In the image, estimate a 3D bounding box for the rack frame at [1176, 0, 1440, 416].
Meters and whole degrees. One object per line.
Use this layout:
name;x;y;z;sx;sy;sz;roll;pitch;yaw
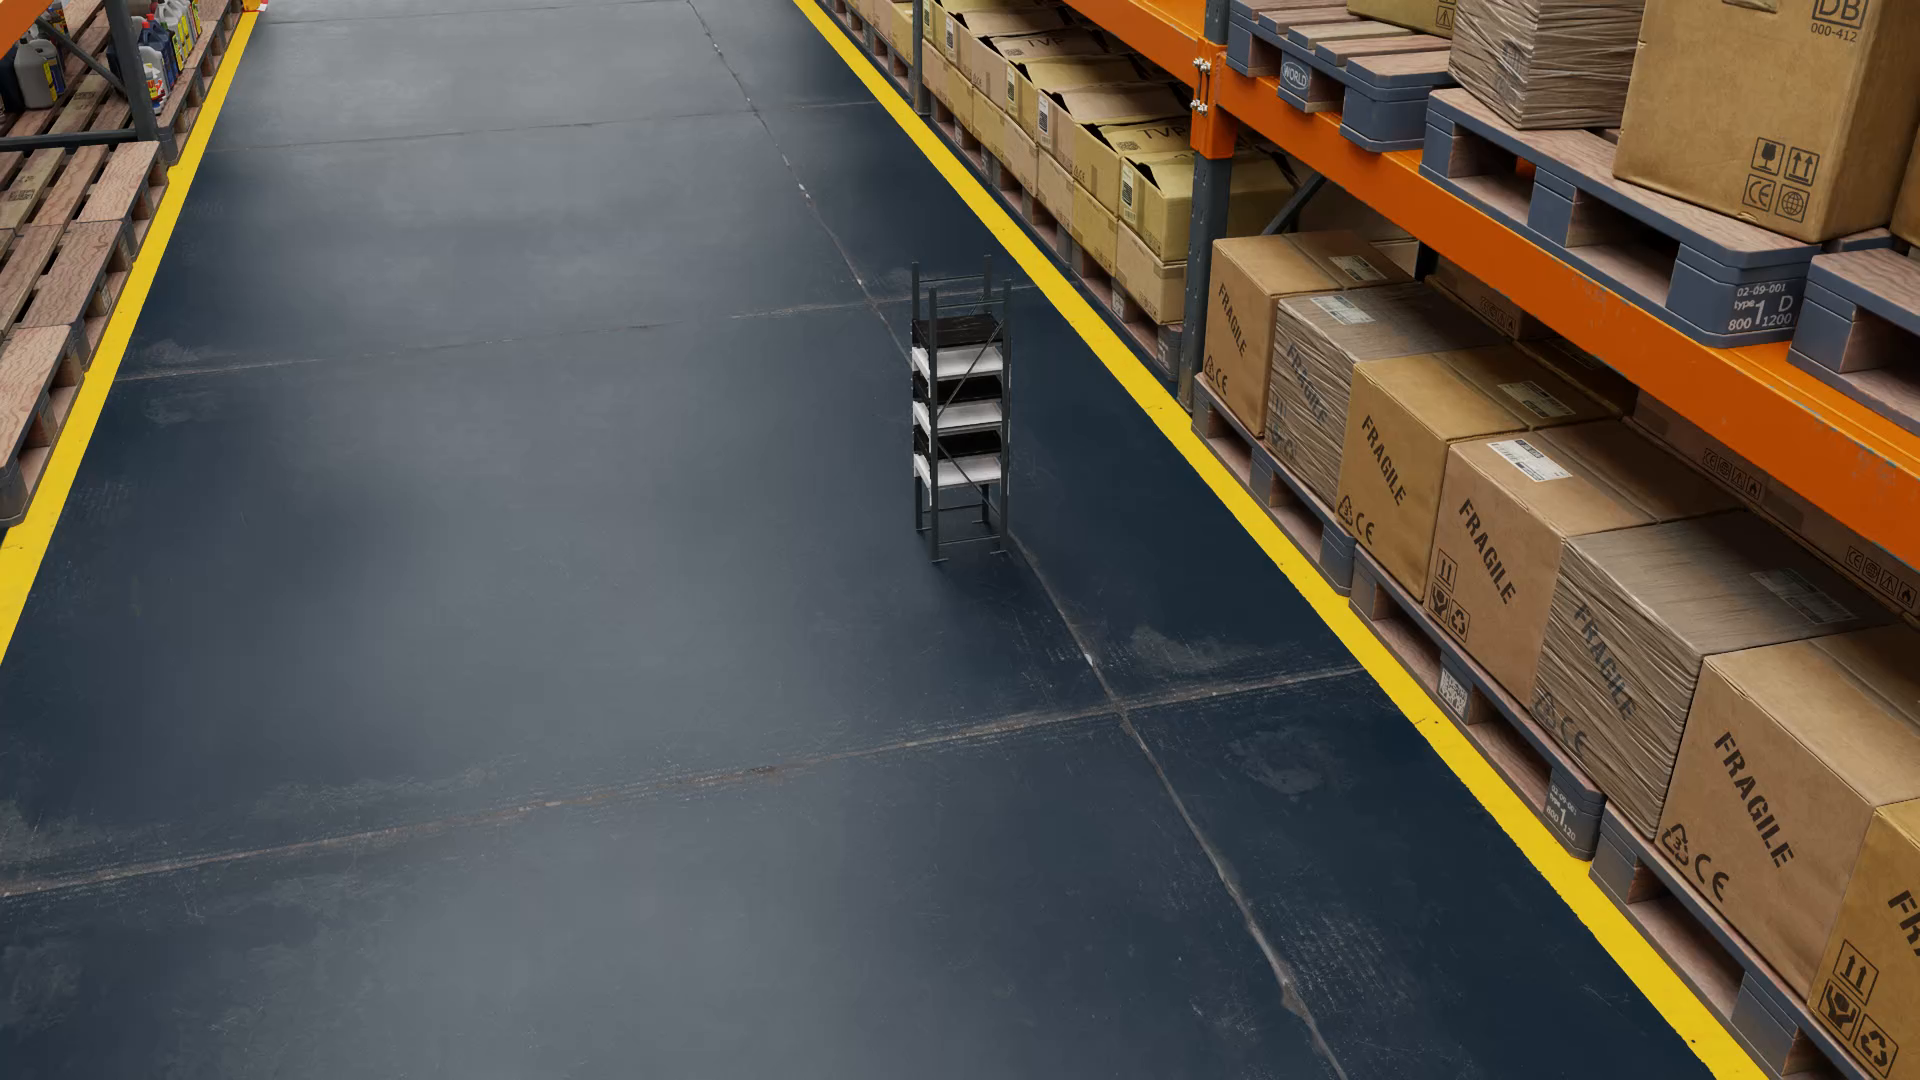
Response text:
rack frame;1.297;-1.844;5.441;1.000;3.000;0.127;-8;31;-13

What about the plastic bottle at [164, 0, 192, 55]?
plastic bottle;-4.568;-2.994;9.634;0.144;0.351;0.185;-7;31;-11

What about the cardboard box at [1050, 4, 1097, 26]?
cardboard box;0.763;-2.602;8.517;0.500;0.311;0.500;-7;31;-12

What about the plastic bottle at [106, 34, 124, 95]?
plastic bottle;-4.495;-2.589;8.933;0.144;0.351;0.185;-8;31;-13

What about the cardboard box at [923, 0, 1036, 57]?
cardboard box;0.104;-2.777;8.820;0.500;0.311;0.500;-8;31;-13

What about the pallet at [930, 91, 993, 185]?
pallet;0.468;-2.218;8.872;1.003;0.211;1.213;-8;31;-13

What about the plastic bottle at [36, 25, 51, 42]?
plastic bottle;-5.035;-2.681;9.160;0.061;0.283;0.133;-8;31;-13

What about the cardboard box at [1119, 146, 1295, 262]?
cardboard box;0.920;-1.299;6.265;0.500;0.311;0.500;-7;31;-12

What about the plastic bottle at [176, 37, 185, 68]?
plastic bottle;-4.459;-2.774;9.403;0.097;0.201;0.097;0;30;0

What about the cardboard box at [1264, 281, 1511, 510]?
cardboard box;1.286;-0.442;5.076;0.500;0.500;0.500;-9;31;-15

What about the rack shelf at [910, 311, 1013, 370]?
rack shelf;0.002;-0.590;4.899;0.258;0.077;0.200;-8;31;-13

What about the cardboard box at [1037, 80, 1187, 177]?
cardboard box;0.645;-1.793;7.119;0.500;0.311;0.500;-8;31;-14

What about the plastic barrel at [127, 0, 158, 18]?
plastic barrel;-5.222;-3.606;10.550;0.421;0.512;0.421;0;30;0

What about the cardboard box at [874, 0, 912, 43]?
cardboard box;-0.222;-3.205;10.119;0.500;0.250;0.500;-8;31;-13

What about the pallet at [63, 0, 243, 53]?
pallet;-5.327;-3.421;10.949;1.003;0.211;1.213;-8;31;-13

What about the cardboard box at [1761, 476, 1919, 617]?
cardboard box;2.199;-0.094;3.726;0.500;0.250;0.500;-8;31;-13

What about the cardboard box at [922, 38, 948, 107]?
cardboard box;0.103;-2.540;8.969;0.500;0.250;0.500;-9;31;-14

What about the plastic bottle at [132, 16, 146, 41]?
plastic bottle;-4.655;-2.840;9.442;0.152;0.276;0.135;-8;31;-13

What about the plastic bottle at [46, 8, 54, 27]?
plastic bottle;-5.380;-3.037;9.775;0.061;0.283;0.133;-7;31;-12

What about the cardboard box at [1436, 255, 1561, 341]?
cardboard box;1.790;-0.830;4.997;0.500;0.250;0.500;-7;31;-11

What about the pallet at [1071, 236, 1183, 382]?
pallet;1.116;-1.040;6.836;1.003;0.211;1.213;-8;31;-13

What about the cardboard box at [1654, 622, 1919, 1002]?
cardboard box;1.828;0.539;3.380;0.500;0.500;0.500;-8;31;-13

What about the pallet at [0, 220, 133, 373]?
pallet;-3.968;-0.948;6.677;1.003;0.211;1.213;-8;31;-13

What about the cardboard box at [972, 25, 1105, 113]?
cardboard box;0.371;-2.285;7.970;0.500;0.311;0.500;-9;31;-15

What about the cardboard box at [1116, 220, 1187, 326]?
cardboard box;0.922;-1.057;6.408;0.500;0.250;0.500;-7;31;-12

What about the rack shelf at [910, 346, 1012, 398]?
rack shelf;0.002;-0.512;4.944;0.258;0.077;0.200;-8;31;-13

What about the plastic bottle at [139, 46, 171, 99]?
plastic bottle;-4.316;-2.495;8.846;0.152;0.276;0.135;-7;31;-11

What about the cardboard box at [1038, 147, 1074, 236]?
cardboard box;0.651;-1.549;7.258;0.500;0.250;0.500;-7;31;-12

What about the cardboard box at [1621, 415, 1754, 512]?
cardboard box;2.054;-0.029;4.362;0.500;0.500;0.500;-9;31;-15

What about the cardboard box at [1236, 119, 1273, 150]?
cardboard box;1.293;-1.623;6.825;0.500;0.311;0.500;-9;31;-15

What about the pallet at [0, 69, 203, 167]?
pallet;-4.680;-2.242;8.913;1.003;0.211;1.213;-8;31;-13

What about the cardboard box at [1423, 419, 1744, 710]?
cardboard box;1.558;0.052;4.222;0.500;0.500;0.500;-9;31;-15

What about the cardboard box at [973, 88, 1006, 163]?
cardboard box;0.378;-2.043;8.111;0.500;0.250;0.500;-9;31;-15

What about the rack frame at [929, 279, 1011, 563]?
rack frame;0.029;-0.336;4.933;0.240;0.900;0.006;-8;31;-13

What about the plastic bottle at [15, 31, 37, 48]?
plastic bottle;-5.127;-2.684;9.098;0.144;0.351;0.185;-8;31;-14

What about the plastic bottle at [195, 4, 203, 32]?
plastic bottle;-4.693;-3.201;10.141;0.097;0.201;0.097;0;30;0

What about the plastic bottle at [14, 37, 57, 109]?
plastic bottle;-4.852;-2.455;8.702;0.144;0.351;0.185;-8;31;-13

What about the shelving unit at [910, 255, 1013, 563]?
shelving unit;0.002;-0.386;5.018;0.258;0.900;0.210;-8;31;-13

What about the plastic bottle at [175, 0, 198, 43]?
plastic bottle;-4.653;-3.108;9.906;0.152;0.276;0.135;-8;31;-13

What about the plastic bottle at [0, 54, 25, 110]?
plastic bottle;-4.991;-2.436;8.669;0.144;0.351;0.185;-9;31;-15

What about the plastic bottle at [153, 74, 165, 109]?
plastic bottle;-4.231;-2.360;8.686;0.097;0.201;0.097;0;30;0

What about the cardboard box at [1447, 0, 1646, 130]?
cardboard box;1.631;-1.313;4.004;0.700;0.500;0.500;-2;30;-4

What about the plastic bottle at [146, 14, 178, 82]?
plastic bottle;-4.406;-2.699;9.124;0.144;0.351;0.185;-9;31;-15

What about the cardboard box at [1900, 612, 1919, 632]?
cardboard box;2.313;0.457;3.522;0.500;0.500;0.500;-7;31;-13

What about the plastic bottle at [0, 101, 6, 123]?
plastic bottle;-4.938;-2.232;8.466;0.097;0.201;0.097;0;30;0

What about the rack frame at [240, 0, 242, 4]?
rack frame;-5.603;-5.051;10.982;1.000;3.000;0.127;-8;31;-13

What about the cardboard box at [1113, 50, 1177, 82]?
cardboard box;1.023;-2.118;7.680;0.500;0.311;0.500;-8;31;-14

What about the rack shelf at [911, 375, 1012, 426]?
rack shelf;0.002;-0.435;4.989;0.258;0.077;0.200;-8;31;-13

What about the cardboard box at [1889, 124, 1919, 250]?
cardboard box;2.205;-0.719;2.979;0.700;0.500;0.500;-3;30;-5

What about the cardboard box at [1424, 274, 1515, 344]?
cardboard box;1.771;-0.532;5.231;0.500;0.500;0.500;-7;31;-11

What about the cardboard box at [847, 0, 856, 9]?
cardboard box;-0.502;-3.686;10.950;0.500;0.250;0.500;-8;31;-13

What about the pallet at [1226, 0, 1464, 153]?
pallet;1.544;-1.443;4.940;1.213;0.211;1.003;-8;31;-13

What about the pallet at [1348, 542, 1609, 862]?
pallet;1.779;0.317;4.492;1.003;0.211;1.213;-8;31;-13

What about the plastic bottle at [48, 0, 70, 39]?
plastic bottle;-5.423;-3.143;9.971;0.097;0.271;0.097;0;30;0

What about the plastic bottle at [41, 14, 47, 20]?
plastic bottle;-5.305;-2.930;9.601;0.097;0.271;0.097;0;30;0

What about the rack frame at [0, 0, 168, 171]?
rack frame;-4.542;-3.119;7.644;1.000;3.000;0.127;-8;31;-13

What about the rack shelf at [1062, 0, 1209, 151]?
rack shelf;0.766;-2.498;7.290;1.077;0.370;4.000;-8;31;-13

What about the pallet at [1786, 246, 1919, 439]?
pallet;2.251;-0.229;2.844;1.003;0.211;1.213;-8;31;-13

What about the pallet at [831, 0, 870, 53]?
pallet;-0.263;-3.549;11.171;1.003;0.211;1.213;-8;31;-13
